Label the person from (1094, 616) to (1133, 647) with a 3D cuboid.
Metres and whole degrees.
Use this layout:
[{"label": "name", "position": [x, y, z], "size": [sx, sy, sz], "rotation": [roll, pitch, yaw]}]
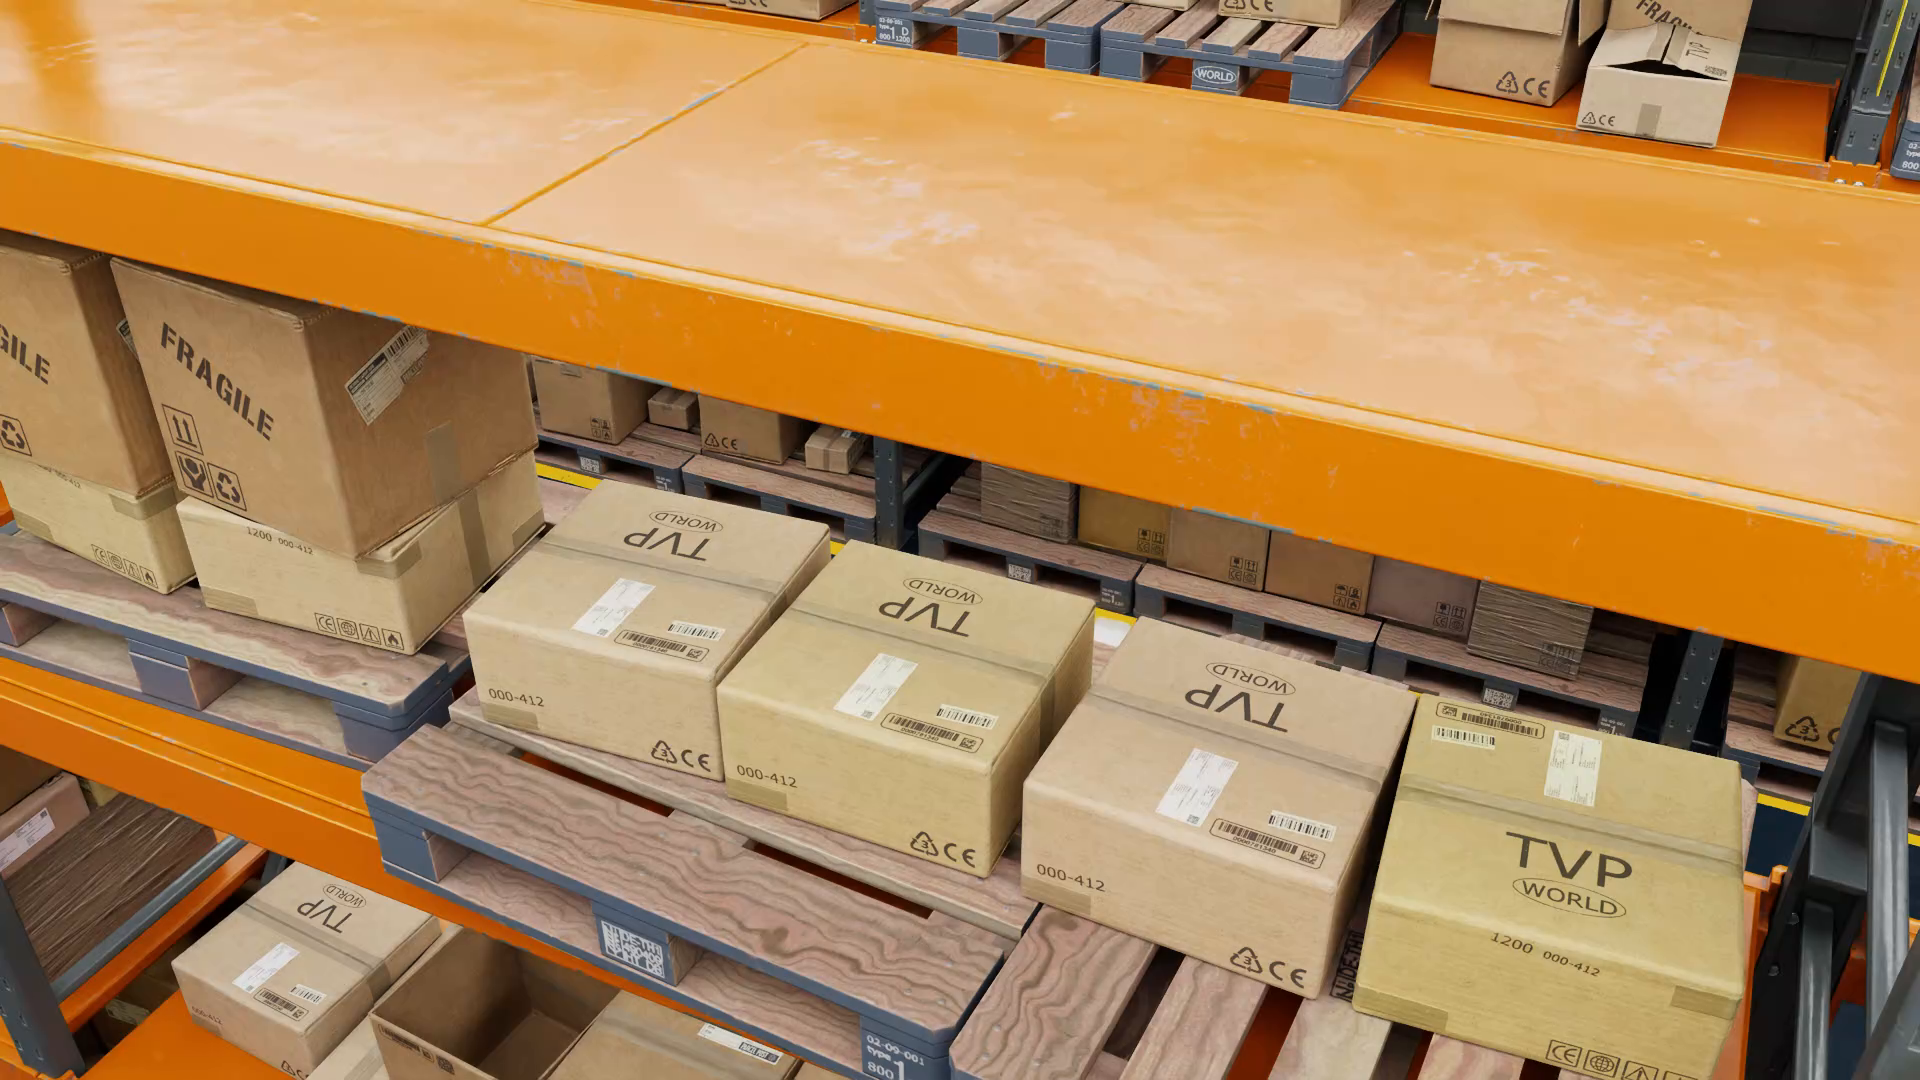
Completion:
[{"label": "person", "position": [0.590, 0.708, 7.087], "size": [0.538, 1.008, 0.914], "rotation": [13, 36, 19]}]
